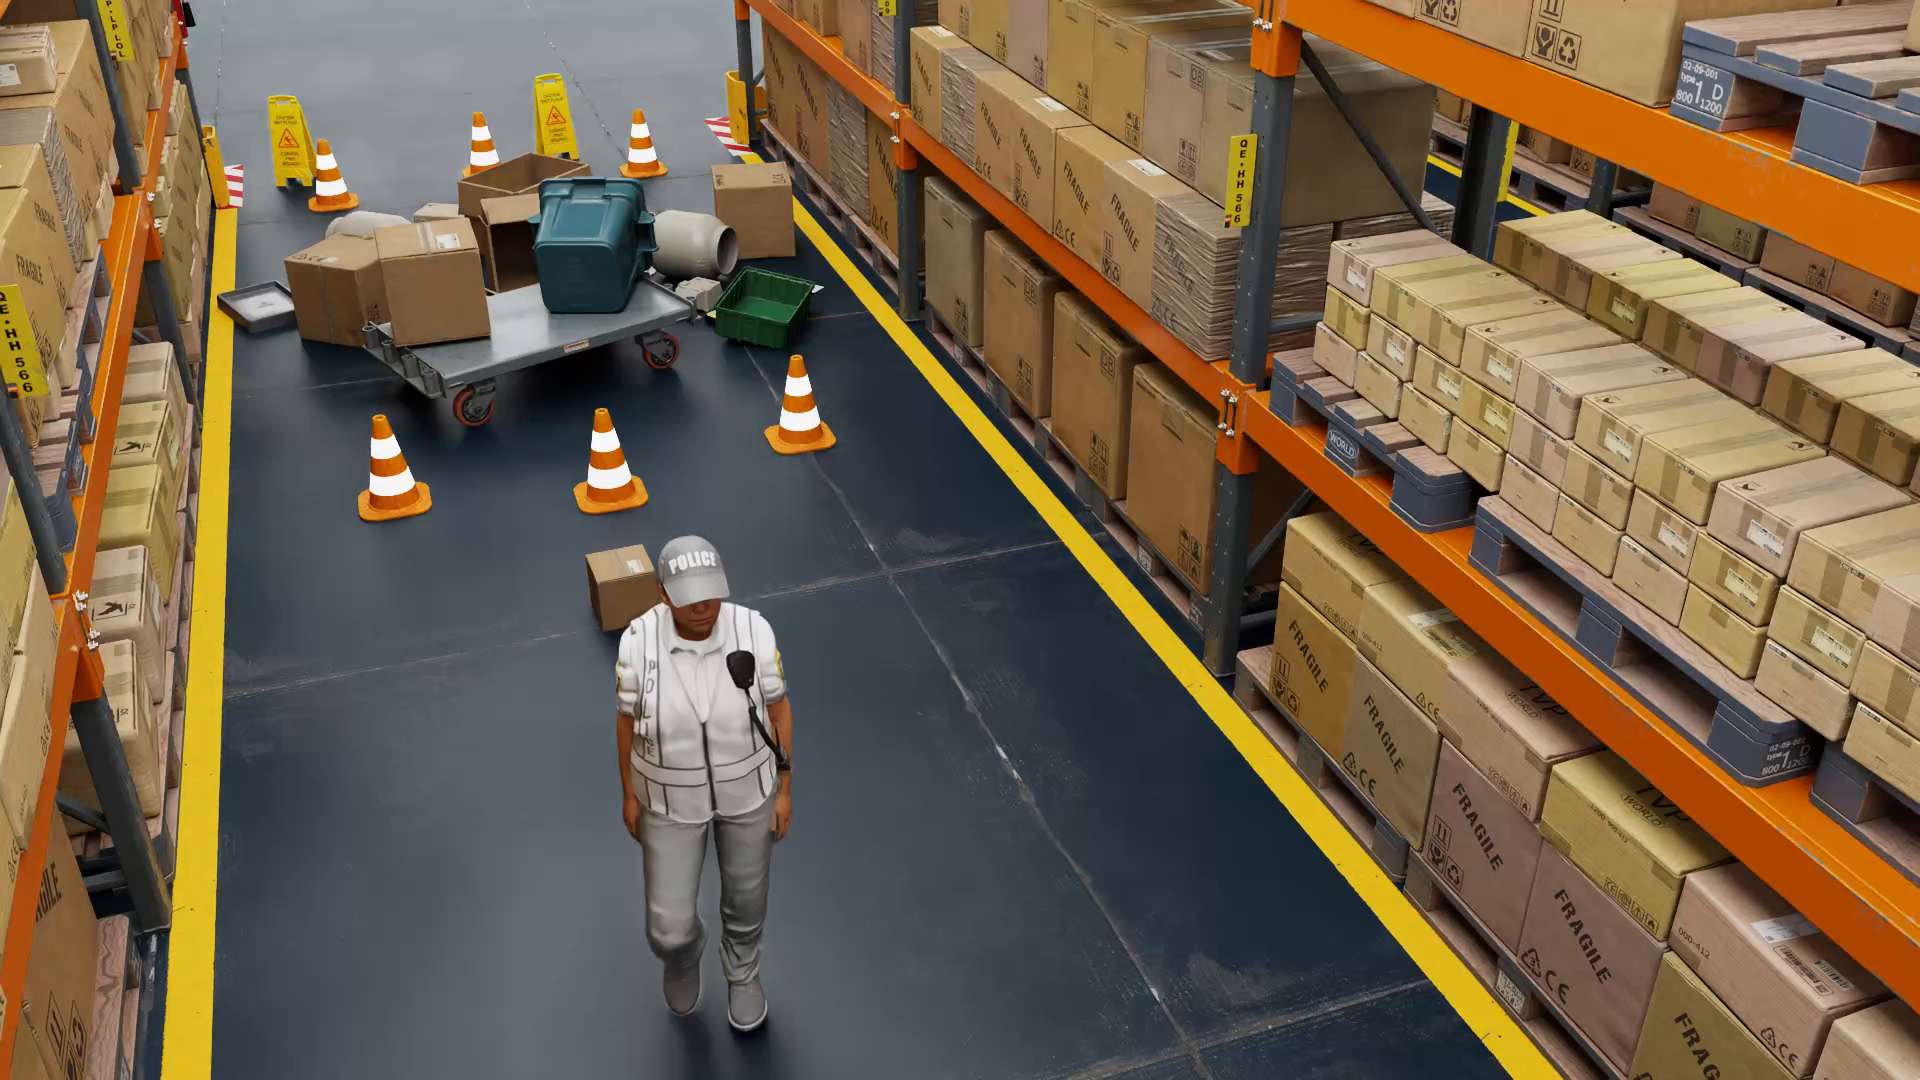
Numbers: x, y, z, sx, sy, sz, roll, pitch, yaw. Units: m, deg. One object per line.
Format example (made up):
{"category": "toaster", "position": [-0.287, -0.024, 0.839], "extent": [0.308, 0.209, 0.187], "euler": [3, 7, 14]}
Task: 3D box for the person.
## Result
{"category": "person", "position": [-0.715, 0.753, 4.786], "extent": [0.505, 1.679, 0.454], "euler": [-7, 31, -13]}
